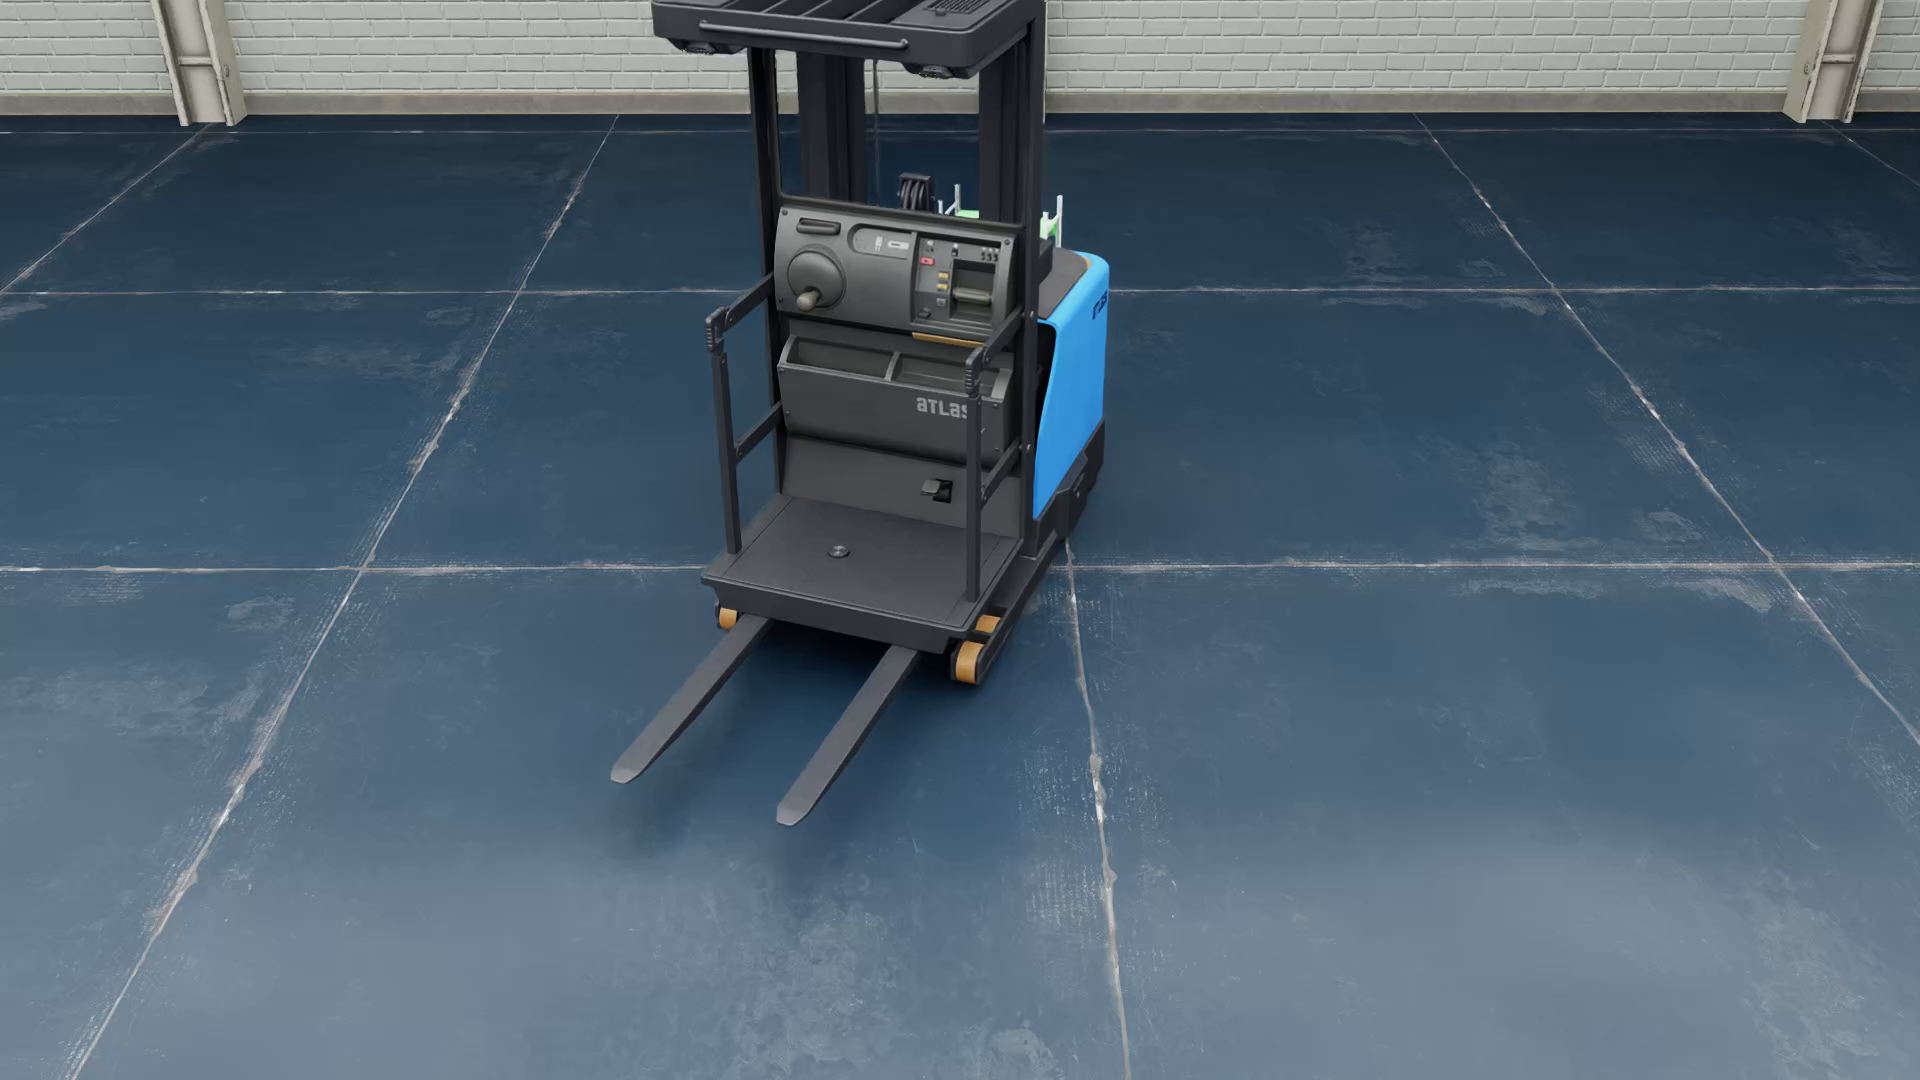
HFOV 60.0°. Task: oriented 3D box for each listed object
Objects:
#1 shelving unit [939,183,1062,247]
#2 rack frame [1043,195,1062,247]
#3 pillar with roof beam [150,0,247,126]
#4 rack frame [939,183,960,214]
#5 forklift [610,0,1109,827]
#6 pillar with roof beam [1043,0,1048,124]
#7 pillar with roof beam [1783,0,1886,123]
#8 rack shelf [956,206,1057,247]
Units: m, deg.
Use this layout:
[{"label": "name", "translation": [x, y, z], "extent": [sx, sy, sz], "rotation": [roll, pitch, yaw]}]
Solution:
[{"label": "shelving unit", "translation": [0.184, -1.024, 7.781], "extent": [0.503, 1.200, 0.258], "rotation": [11, 33, 17]}, {"label": "rack frame", "translation": [0.414, -0.981, 7.711], "extent": [0.015, 1.200, 0.240], "rotation": [11, 33, 17]}, {"label": "pillar with roof beam", "translation": [-5.544, -4.759, 6.418], "extent": [0.400, 9.000, 9.100], "rotation": [0, 31, 0]}, {"label": "rack frame", "translation": [-0.046, -1.067, 7.852], "extent": [0.015, 1.200, 0.240], "rotation": [11, 33, 17]}, {"label": "forklift", "translation": [-0.324, -0.944, 5.981], "extent": [1.130, 2.935, 3.031], "rotation": [11, 33, 17]}, {"label": "pillar with roof beam", "translation": [0.456, -4.777, 6.449], "extent": [0.400, 9.000, 9.100], "rotation": [0, 31, 0]}, {"label": "pillar with roof beam", "translation": [6.456, -4.796, 6.480], "extent": [0.400, 9.000, 9.100], "rotation": [0, 31, 0]}, {"label": "rack shelf", "translation": [0.184, -1.380, 7.566], "extent": [0.480, 0.148, 0.258], "rotation": [11, 33, 17]}]
